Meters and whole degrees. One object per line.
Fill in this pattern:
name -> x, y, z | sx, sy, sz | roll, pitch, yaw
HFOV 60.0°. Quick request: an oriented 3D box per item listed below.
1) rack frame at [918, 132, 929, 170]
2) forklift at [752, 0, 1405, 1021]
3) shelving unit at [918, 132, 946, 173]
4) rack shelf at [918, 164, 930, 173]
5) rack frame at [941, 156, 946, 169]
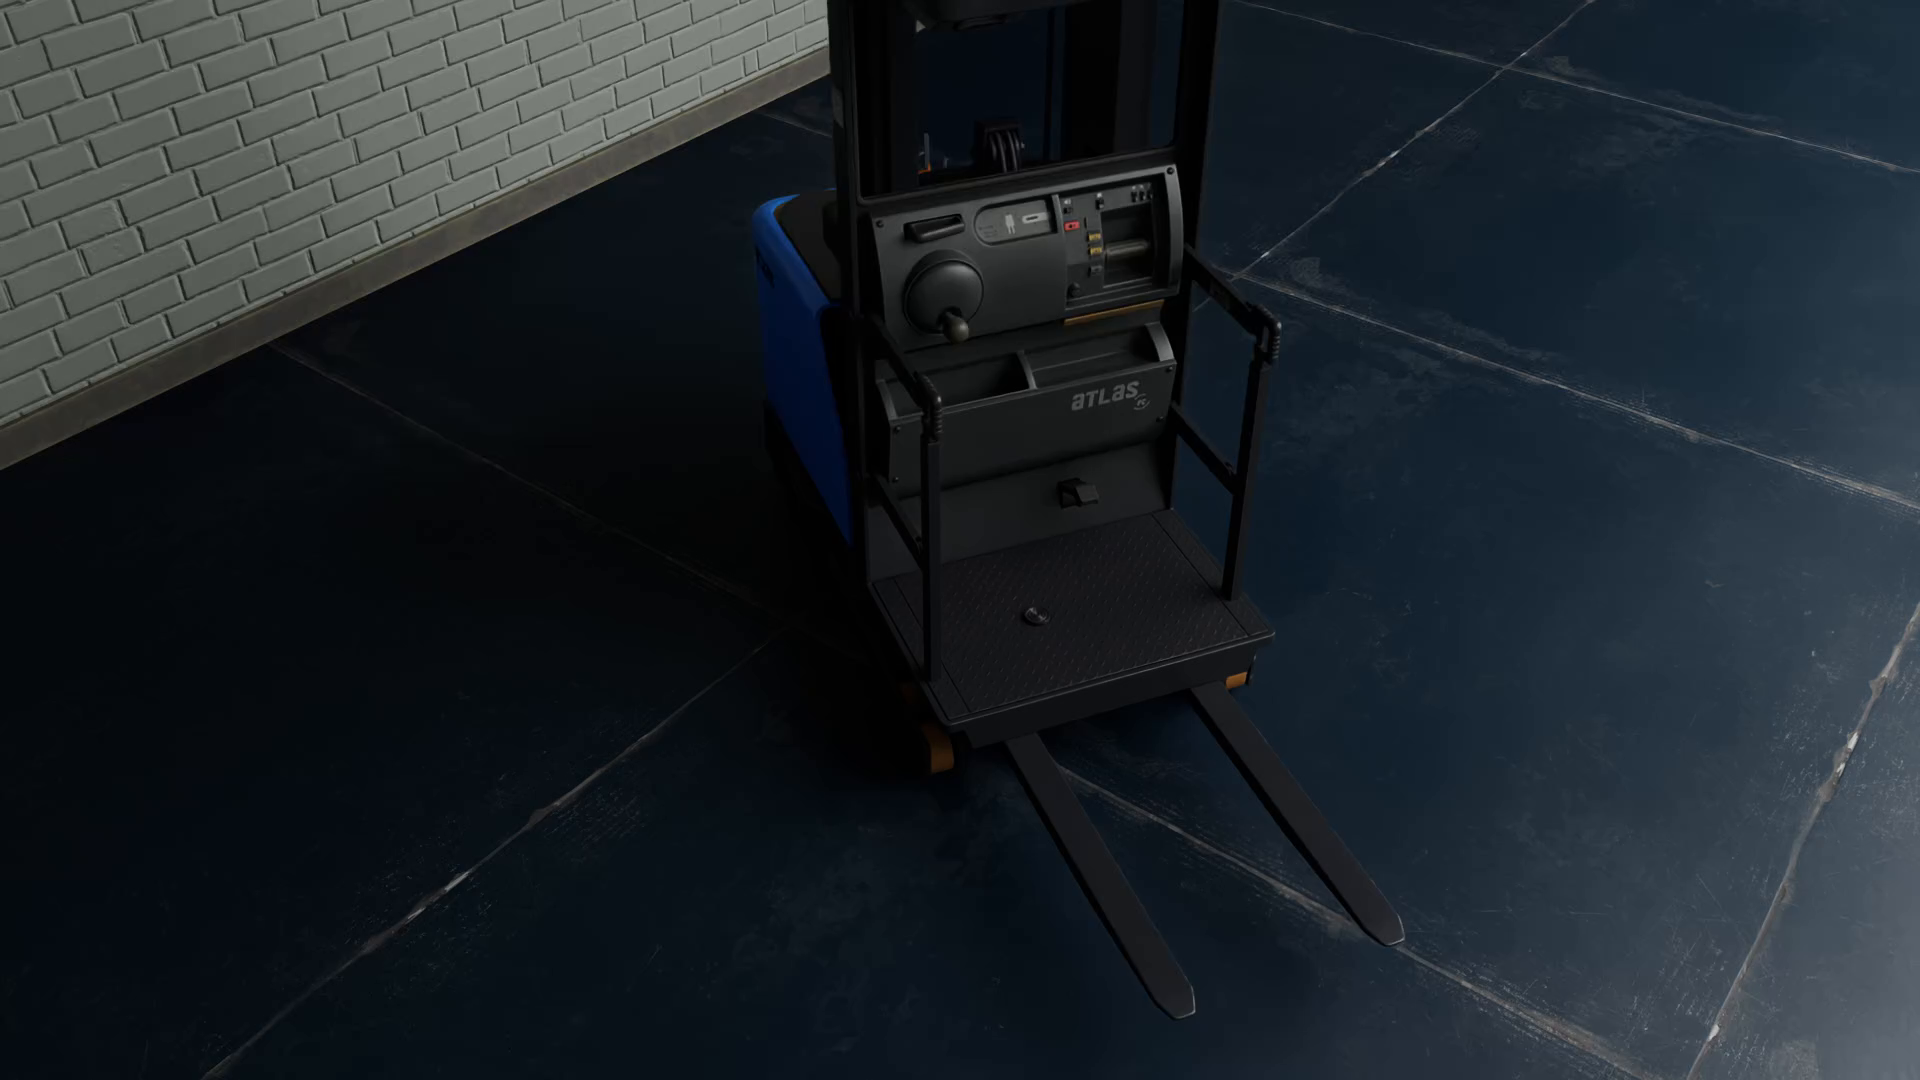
rack frame -> -0.210, -1.074, 6.486 | 0.200, 1.050, 0.008 | -10, 36, -13
forklift -> 0.282, -0.739, 4.532 | 1.130, 2.935, 3.031 | -14, 40, -17
shelving unit -> -0.176, -1.007, 6.390 | 0.215, 1.050, 0.252 | -10, 36, -13
rack shelf -> -0.179, -1.230, 6.232 | 0.215, 0.259, 0.240 | -10, 36, -13
rack frame -> -0.141, -0.940, 6.294 | 0.200, 1.050, 0.008 | -10, 36, -13
